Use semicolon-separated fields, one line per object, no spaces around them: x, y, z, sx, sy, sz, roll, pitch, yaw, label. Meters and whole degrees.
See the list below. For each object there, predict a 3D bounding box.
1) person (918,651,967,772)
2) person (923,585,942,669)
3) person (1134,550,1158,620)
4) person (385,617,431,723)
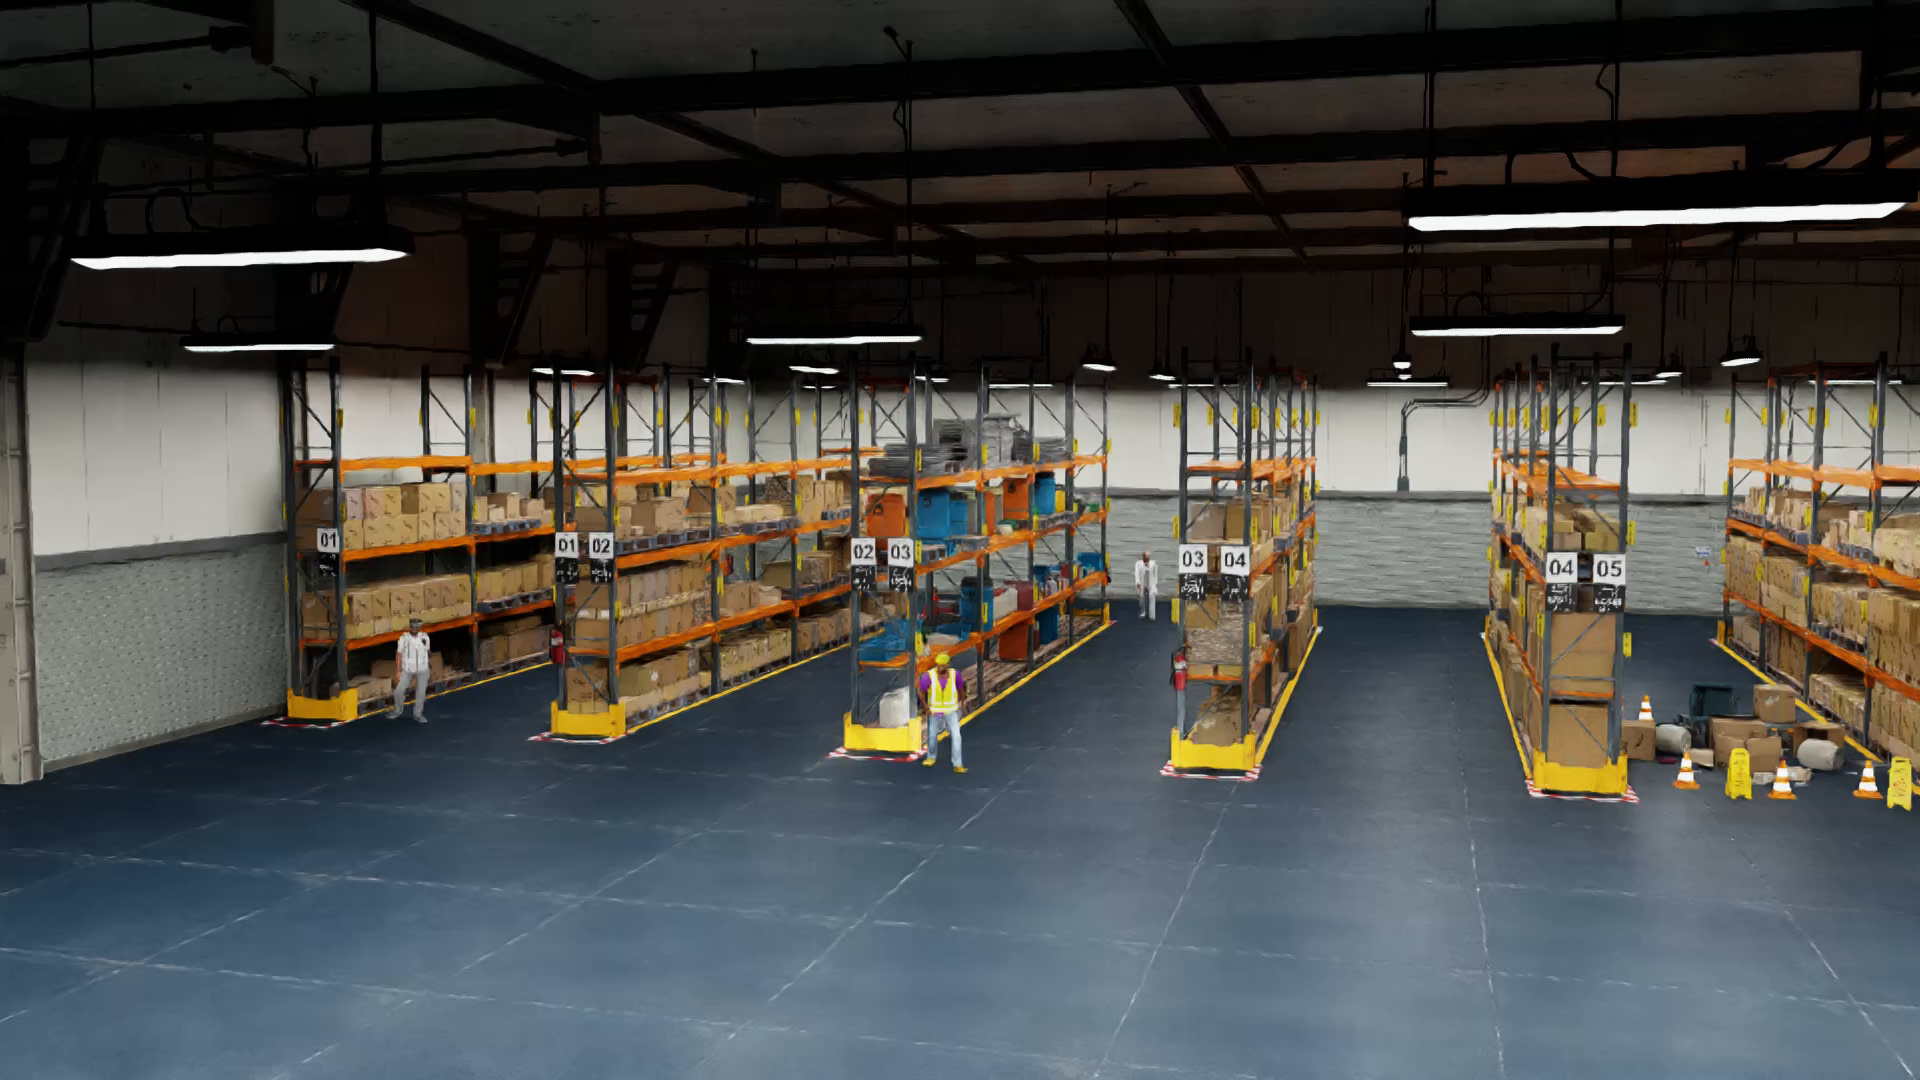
-0.255;2.415;23.622;0.700;1.705;0.840;0;4;-2;person
-0.543;1.737;32.546;0.577;1.719;0.672;2;5;30;person
4.613;1.101;41.240;0.580;1.715;1.103;1;4;7;person
-9.073;2.129;27.320;0.737;1.742;0.554;-2;5;-26;person
